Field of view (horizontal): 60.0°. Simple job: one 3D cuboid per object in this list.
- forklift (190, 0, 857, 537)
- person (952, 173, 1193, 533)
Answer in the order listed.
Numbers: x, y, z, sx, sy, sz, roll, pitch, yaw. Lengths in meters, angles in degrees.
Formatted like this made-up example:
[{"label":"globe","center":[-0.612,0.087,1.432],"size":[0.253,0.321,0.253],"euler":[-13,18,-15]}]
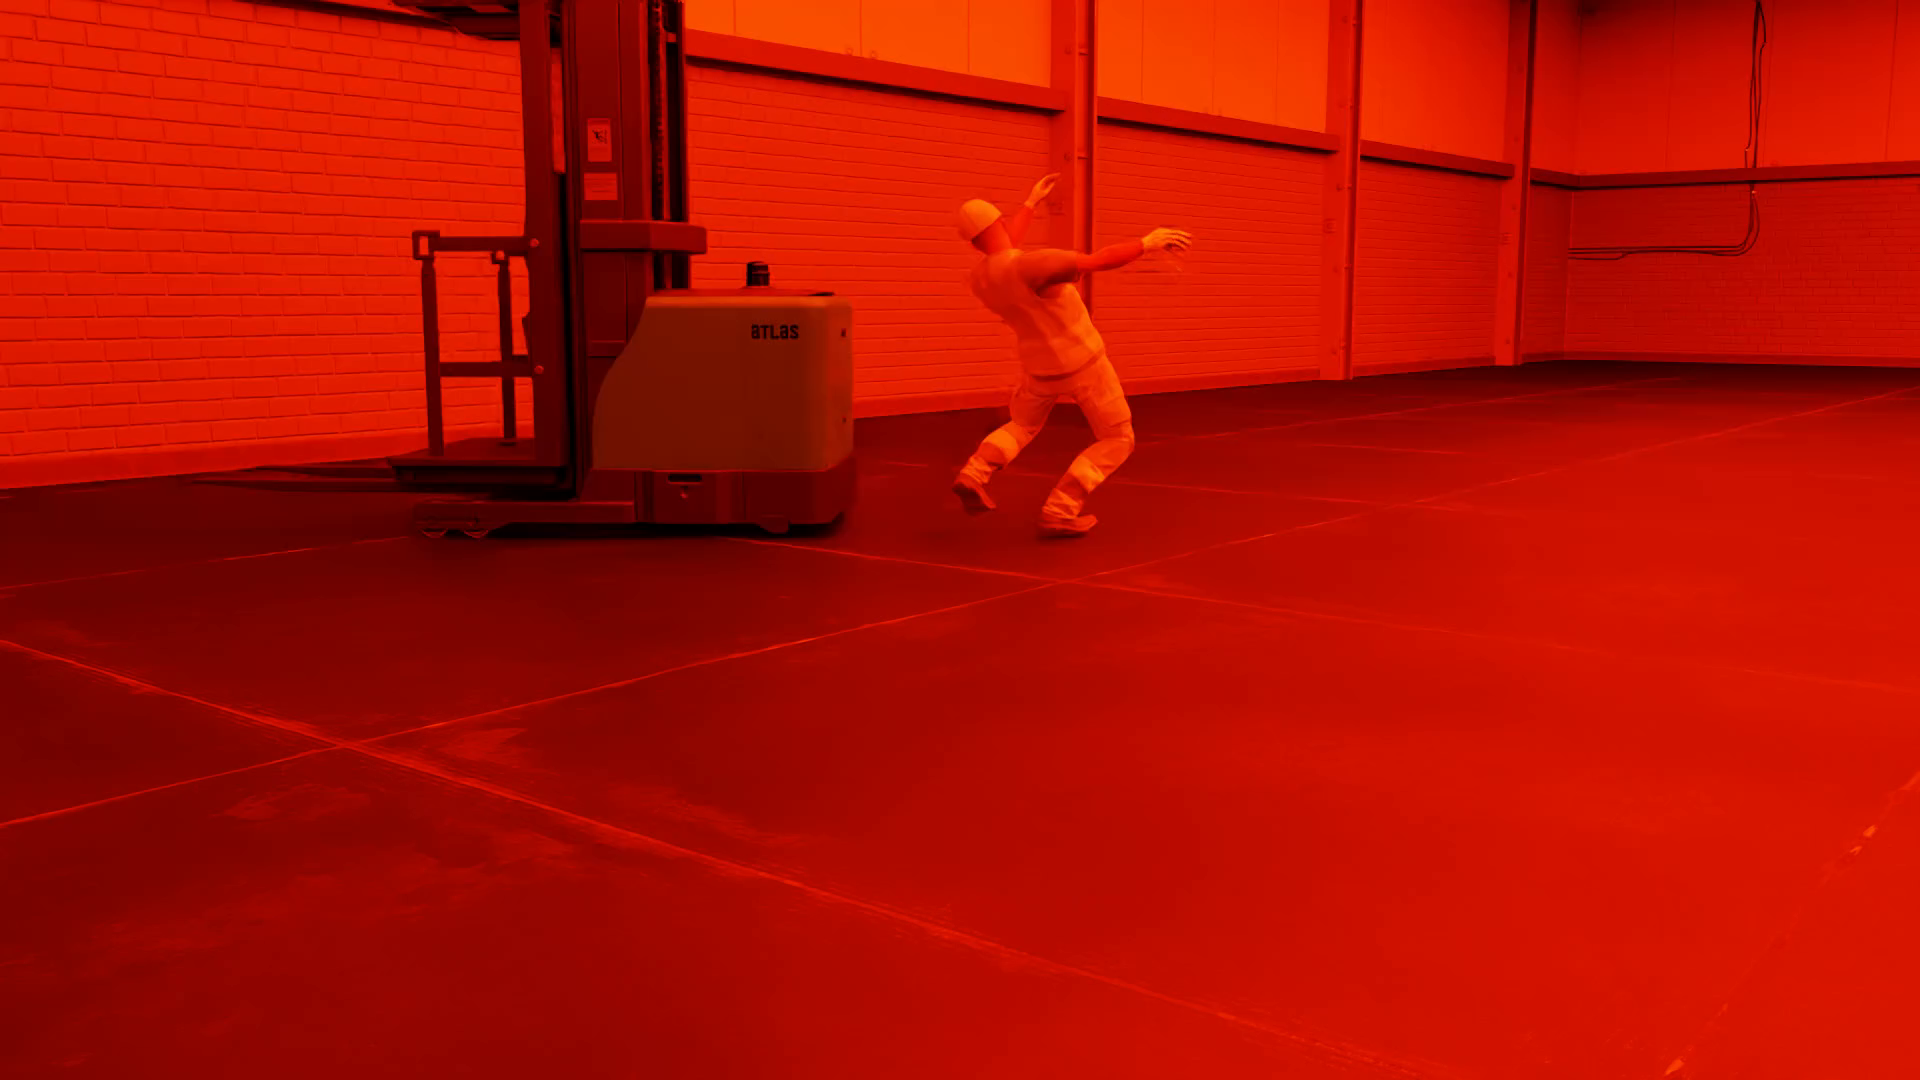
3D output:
[{"label":"forklift","center":[-2.055,-1.538,7.792],"size":[3.031,2.935,1.130],"euler":[1,8,4]},{"label":"person","center":[0.475,-0.835,7.385],"size":[1.073,1.625,0.697],"euler":[8,11,43]}]
